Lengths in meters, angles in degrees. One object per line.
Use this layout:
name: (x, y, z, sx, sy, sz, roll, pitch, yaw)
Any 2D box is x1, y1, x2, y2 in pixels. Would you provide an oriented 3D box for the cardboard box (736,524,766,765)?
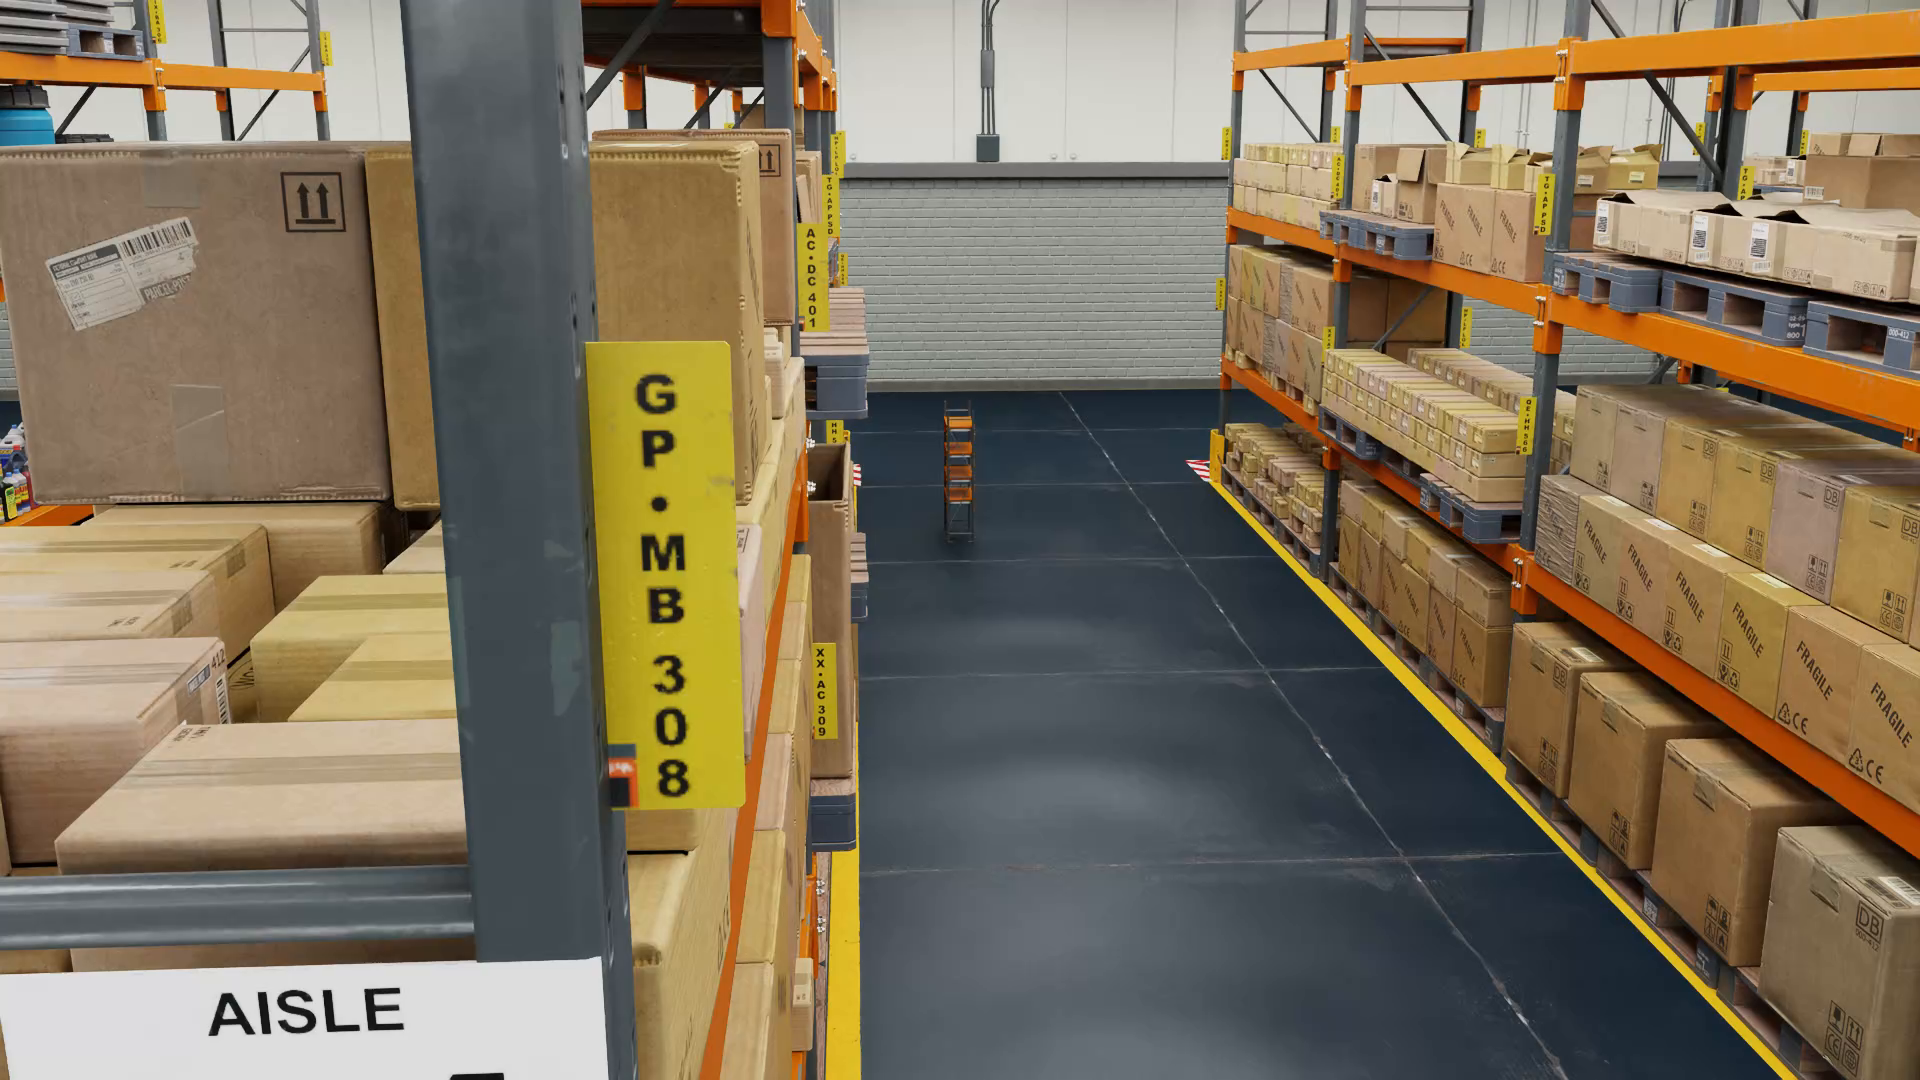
cardboard box: (-0.578, 0.158, 2.673, 0.500, 0.250, 0.500, -1, 14, -4)

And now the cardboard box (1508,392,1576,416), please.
cardboard box: (3.820, -0.876, 10.880, 0.380, 0.149, 0.250, 0, 14, -1)

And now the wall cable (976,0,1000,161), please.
wall cable: (1.357, -7.989, 21.559, 2.277, 5.999, 0.120, -1, 14, -3)

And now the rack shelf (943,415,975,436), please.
rack shelf: (-0.010, -1.003, 14.939, 0.258, 0.148, 0.480, -1, 14, -3)

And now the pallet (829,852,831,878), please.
pallet: (-1.190, 1.469, 8.894, 1.003, 0.211, 1.213, -1, 14, -3)

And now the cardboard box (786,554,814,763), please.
cardboard box: (-0.687, 0.350, 4.843, 0.500, 0.500, 0.500, -1, 14, -3)

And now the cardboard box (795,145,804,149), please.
cardboard box: (-1.439, -2.631, 12.170, 0.700, 0.500, 0.500, -1, 14, -2)

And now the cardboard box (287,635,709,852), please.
cardboard box: (-0.447, 0.202, 1.701, 0.380, 0.149, 0.250, -1, 14, -2)

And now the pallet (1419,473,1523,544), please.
pallet: (3.569, -0.210, 10.209, 1.213, 0.211, 1.003, -1, 14, -3)

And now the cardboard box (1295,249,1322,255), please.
cardboard box: (3.532, -2.558, 16.144, 0.500, 0.500, 0.500, -1, 14, -5)

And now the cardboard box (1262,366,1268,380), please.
cardboard box: (3.070, -1.587, 15.681, 0.380, 0.149, 0.250, -1, 14, -5)

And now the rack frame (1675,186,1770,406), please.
rack frame: (8.158, -2.219, 17.630, 1.000, 3.000, 0.127, -1, 14, -3)

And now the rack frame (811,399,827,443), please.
rack frame: (-1.237, -0.076, 9.302, 1.000, 3.000, 0.127, -1, 14, -3)

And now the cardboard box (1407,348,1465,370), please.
cardboard box: (3.692, -1.395, 12.897, 0.380, 0.149, 0.250, 0, 14, -1)

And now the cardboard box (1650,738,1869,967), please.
cardboard box: (3.783, 1.360, 7.391, 1.050, 0.750, 0.750, -1, 14, -3)

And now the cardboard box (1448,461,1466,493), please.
cardboard box: (3.217, -0.387, 10.171, 0.380, 0.149, 0.250, -1, 14, -4)

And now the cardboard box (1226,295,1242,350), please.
cardboard box: (2.976, -2.194, 16.735, 0.500, 0.500, 0.500, 0, 14, -1)

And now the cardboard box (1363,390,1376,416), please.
cardboard box: (3.107, -0.983, 11.890, 0.380, 0.149, 0.250, 0, 14, -1)

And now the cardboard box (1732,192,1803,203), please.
cardboard box: (4.084, -1.534, 8.082, 0.500, 0.311, 0.500, -1, 14, -3)

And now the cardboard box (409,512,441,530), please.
cardboard box: (-1.118, 0.041, 3.129, 0.500, 0.250, 0.500, -1, 14, -4)

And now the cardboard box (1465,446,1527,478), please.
cardboard box: (3.235, -0.469, 9.894, 0.380, 0.149, 0.250, -1, 14, -2)

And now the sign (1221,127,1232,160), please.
sign: (2.683, -3.985, 16.720, 0.100, 0.325, 0.005, -1, 14, -3)

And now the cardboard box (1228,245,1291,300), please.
cardboard box: (2.987, -2.678, 16.611, 0.500, 0.500, 0.500, -1, 14, -4)

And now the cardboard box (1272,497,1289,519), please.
cardboard box: (3.043, -0.295, 15.031, 0.380, 0.149, 0.250, -1, 14, -4)

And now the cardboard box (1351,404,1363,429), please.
cardboard box: (3.086, -0.905, 12.187, 0.380, 0.149, 0.250, -1, 14, -3)

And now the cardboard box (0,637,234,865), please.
cardboard box: (-0.969, 0.210, 1.673, 0.380, 0.149, 0.250, -1, 14, -5)

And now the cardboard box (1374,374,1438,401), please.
cardboard box: (3.118, -1.066, 11.615, 0.380, 0.149, 0.250, 0, 14, -1)

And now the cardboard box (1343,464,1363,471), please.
cardboard box: (3.661, -0.583, 14.956, 0.380, 0.149, 0.250, -1, 14, -2)

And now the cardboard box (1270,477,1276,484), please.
cardboard box: (3.141, -0.624, 15.715, 0.380, 0.149, 0.250, 0, 14, -1)

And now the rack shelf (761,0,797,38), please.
rack shelf: (-0.865, -1.139, 2.845, 1.077, 0.370, 4.000, -1, 14, -3)

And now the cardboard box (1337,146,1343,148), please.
cardboard box: (3.611, -3.471, 14.976, 0.380, 0.149, 0.250, -1, 14, -5)

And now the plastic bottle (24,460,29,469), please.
plastic bottle: (-5.970, -0.397, 10.799, 0.152, 0.276, 0.135, -1, 14, -3)

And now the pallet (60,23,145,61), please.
pallet: (-6.346, -3.409, 11.399, 1.003, 0.211, 1.213, -1, 14, -3)

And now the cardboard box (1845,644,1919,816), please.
cardboard box: (3.668, 0.693, 6.112, 0.500, 0.500, 0.500, -1, 14, -4)

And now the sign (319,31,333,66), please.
sign: (-6.128, -4.751, 16.079, 0.100, 0.325, 0.005, -1, 14, -3)

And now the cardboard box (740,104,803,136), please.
cardboard box: (-1.537, -3.421, 13.534, 0.500, 0.250, 0.500, -2, 15, -7)

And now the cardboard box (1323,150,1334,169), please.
cardboard box: (3.153, -3.077, 13.443, 0.380, 0.149, 0.250, -1, 14, -2)

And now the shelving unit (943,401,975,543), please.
shelving unit: (-0.010, -0.622, 15.037, 0.258, 1.200, 0.503, -1, 14, -3)

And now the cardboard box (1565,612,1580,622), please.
cardboard box: (3.919, 0.341, 10.349, 0.500, 0.250, 0.500, -2, 15, -6)

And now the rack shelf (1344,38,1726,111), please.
rack shelf: (3.596, -2.988, 10.827, 1.077, 0.370, 4.000, -1, 14, -3)

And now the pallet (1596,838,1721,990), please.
pallet: (3.766, 1.723, 7.907, 1.003, 0.211, 1.213, -1, 14, -3)

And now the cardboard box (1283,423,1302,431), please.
cardboard box: (3.510, -1.100, 16.967, 0.380, 0.149, 0.250, -1, 14, -3)

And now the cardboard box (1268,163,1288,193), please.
cardboard box: (3.078, -3.245, 14.895, 0.500, 0.250, 0.500, -1, 14, -6)

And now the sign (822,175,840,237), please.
sign: (-0.695, -1.787, 8.895, 0.100, 0.325, 0.005, -1, 14, -3)

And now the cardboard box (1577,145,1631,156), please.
cardboard box: (3.883, -2.295, 10.171, 0.396, 0.266, 0.258, -1, 14, -3)

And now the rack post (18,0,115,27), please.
rack post: (-6.407, -3.653, 11.317, 0.937, 0.300, 0.954, -1, 14, -4)

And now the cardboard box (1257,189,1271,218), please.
cardboard box: (3.070, -3.123, 15.424, 0.500, 0.250, 0.500, -1, 14, -5)

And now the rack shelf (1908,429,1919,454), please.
rack shelf: (8.530, -0.378, 11.920, 1.077, 0.370, 4.000, -1, 14, -3)

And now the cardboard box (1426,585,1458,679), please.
cardboard box: (3.390, 0.591, 10.884, 0.500, 0.500, 0.500, 0, 14, -1)

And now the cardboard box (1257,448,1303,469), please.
cardboard box: (3.019, -0.765, 15.666, 0.380, 0.149, 0.250, -1, 14, -3)

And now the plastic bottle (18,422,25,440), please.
plastic bottle: (-6.757, -0.722, 12.063, 0.152, 0.276, 0.135, -1, 14, -3)
